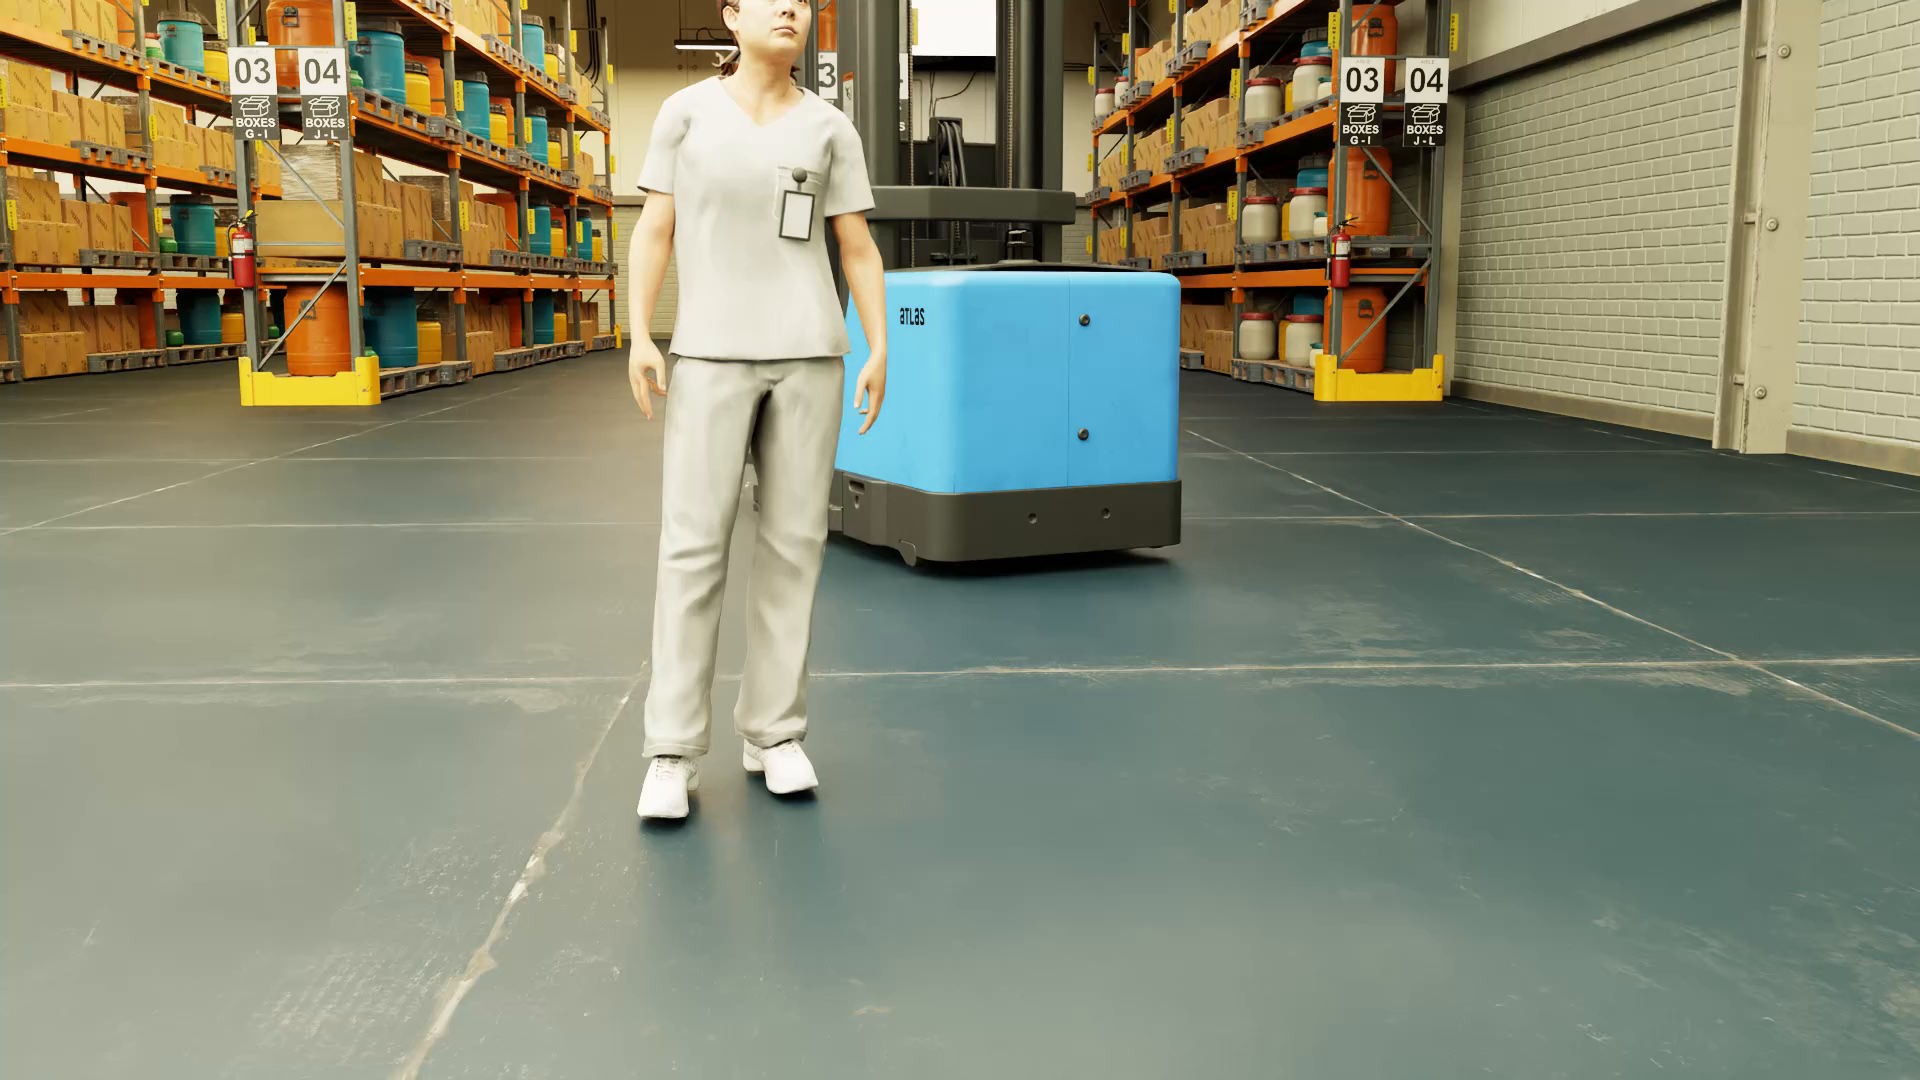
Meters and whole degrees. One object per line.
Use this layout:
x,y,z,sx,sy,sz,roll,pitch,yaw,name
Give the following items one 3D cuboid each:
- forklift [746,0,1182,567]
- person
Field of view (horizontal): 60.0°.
-0.264,-1.530,7.137,1.130,2.935,3.031,-4,9,-25,forklift
-0.398,-0.334,3.303,0.550,1.673,0.548,-2,9,-15,person
